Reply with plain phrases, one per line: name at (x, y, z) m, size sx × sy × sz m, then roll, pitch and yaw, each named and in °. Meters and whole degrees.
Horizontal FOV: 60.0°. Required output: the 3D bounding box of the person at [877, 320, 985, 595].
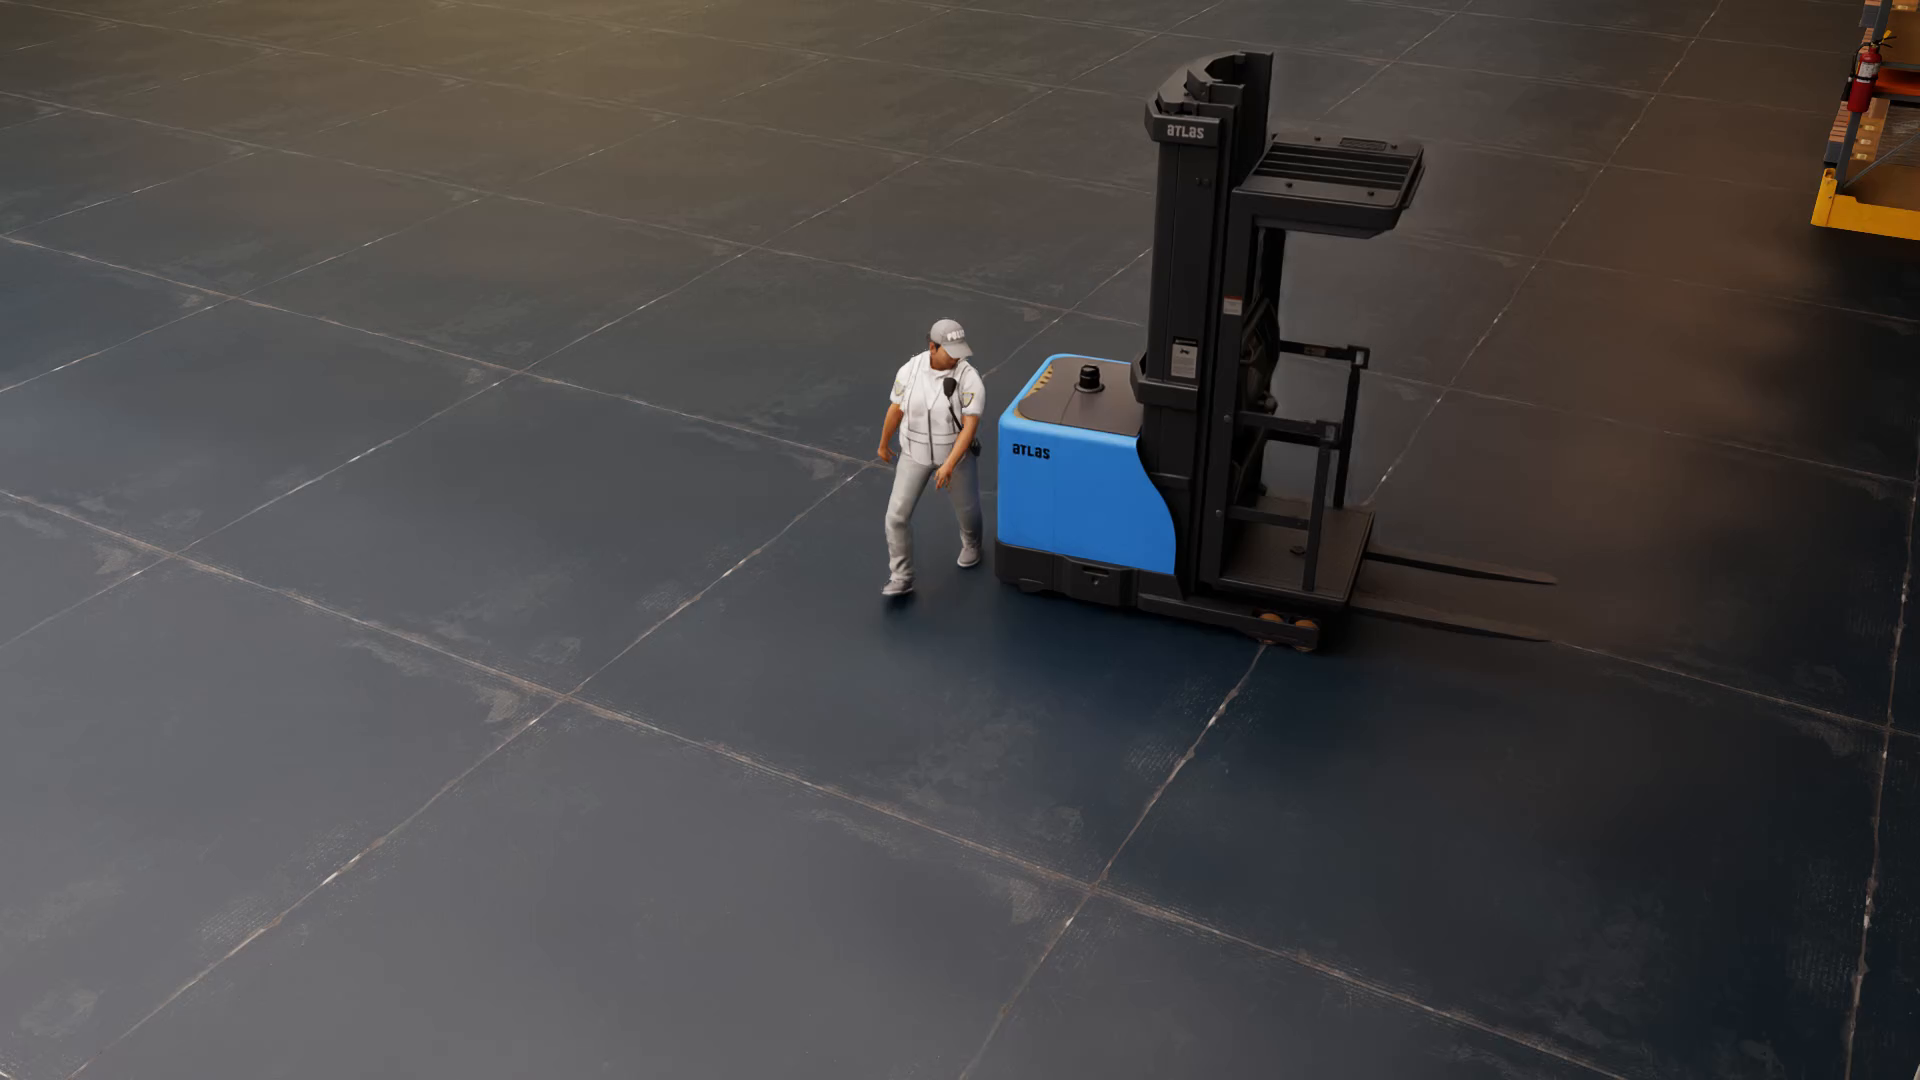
person at (-0.175, -0.463, 9.237) m, size 0.628 × 1.599 × 0.815 m, roll 5°, pitch 30°, yaw 8°

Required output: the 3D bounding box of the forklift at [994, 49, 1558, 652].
forklift at (1.767, -0.970, 8.751) m, size 3.031 × 2.935 × 1.130 m, roll 10°, pitch 32°, yaw 18°
